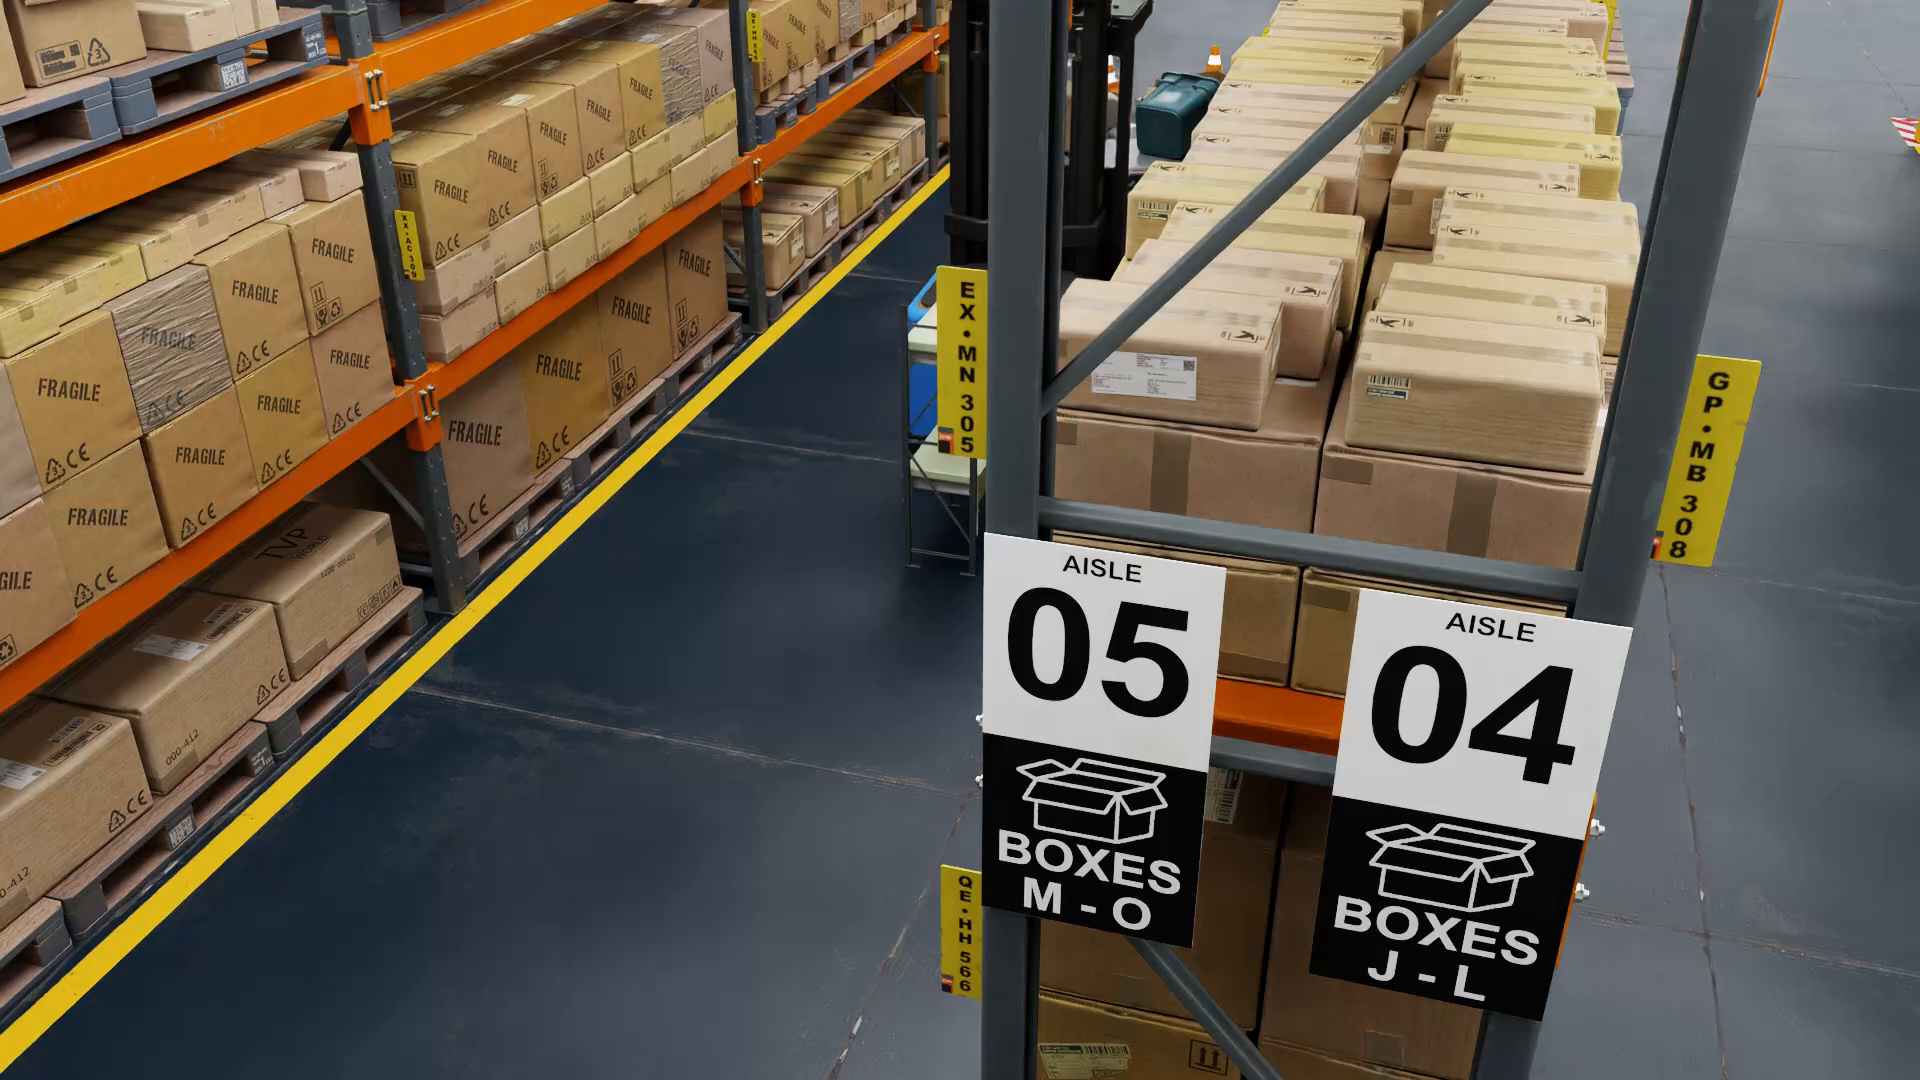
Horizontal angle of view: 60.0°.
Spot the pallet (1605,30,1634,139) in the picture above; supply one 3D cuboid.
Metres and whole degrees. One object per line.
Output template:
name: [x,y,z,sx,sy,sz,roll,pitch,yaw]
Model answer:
pallet: [1.993,-1.854,6.604,1.213,0.211,1.003,8,30,15]

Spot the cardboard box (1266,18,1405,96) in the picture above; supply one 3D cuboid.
cardboard box: [1.086,-1.407,4.837,0.380,0.149,0.250,8,30,13]

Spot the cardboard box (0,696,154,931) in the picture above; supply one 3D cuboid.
cardboard box: [-3.867,1.035,6.507,0.875,0.438,0.875,9,30,16]

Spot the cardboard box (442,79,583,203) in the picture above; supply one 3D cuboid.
cardboard box: [-2.375,-2.130,8.861,0.500,0.500,0.500,8,30,14]

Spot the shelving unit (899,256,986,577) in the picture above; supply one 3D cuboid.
shelving unit: [0.002,-0.659,8.891,0.431,1.500,0.755,8,30,15]

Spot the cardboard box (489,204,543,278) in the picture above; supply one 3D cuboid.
cardboard box: [-2.526,-1.576,8.637,0.500,0.250,0.500,9,30,16]

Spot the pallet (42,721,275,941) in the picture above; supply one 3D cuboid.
pallet: [-3.706,1.117,7.025,1.003,0.211,1.213,8,30,15]

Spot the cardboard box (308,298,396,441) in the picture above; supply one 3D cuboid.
cardboard box: [-2.943,-0.804,7.507,0.500,0.500,0.500,9,30,15]

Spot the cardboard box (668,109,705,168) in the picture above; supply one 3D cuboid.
cardboard box: [-1.923,-2.524,10.342,0.500,0.250,0.500,8,30,14]

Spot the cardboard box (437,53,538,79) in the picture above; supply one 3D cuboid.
cardboard box: [-2.710,-2.454,9.444,0.500,0.500,0.500,9,30,16]

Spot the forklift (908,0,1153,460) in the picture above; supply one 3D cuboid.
forklift: [0.537,-2.274,10.323,1.130,2.935,3.031,7,30,13]

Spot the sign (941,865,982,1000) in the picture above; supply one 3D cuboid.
sign: [0.012,0.773,3.258,0.100,0.325,0.005,8,30,15]

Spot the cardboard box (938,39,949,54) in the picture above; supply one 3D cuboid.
cardboard box: [-0.178,-4.609,15.407,0.380,0.149,0.250,9,30,16]

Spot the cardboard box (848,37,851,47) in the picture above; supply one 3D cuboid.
cardboard box: [-1.079,-3.946,13.084,0.380,0.149,0.250,7,30,13]

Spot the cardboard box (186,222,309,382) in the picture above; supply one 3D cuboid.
cardboard box: [-3.083,-1.000,6.830,0.500,0.500,0.500,8,30,14]

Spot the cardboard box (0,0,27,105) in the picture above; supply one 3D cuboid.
cardboard box: [-3.490,-1.651,5.409,0.500,0.500,0.500,9,30,16]

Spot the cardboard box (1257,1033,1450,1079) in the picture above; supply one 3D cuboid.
cardboard box: [0.932,1.163,3.665,0.500,0.500,0.500,10,31,17]

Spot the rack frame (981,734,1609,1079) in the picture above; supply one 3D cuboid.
rack frame: [0.536,1.506,3.458,1.000,3.000,0.127,8,30,15]

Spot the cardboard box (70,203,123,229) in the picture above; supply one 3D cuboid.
cardboard box: [-3.618,-1.314,6.728,0.380,0.149,0.250,8,30,15]

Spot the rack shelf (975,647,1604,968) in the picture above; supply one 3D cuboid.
rack shelf: [1.123,-0.420,4.574,1.077,0.370,4.000,8,30,15]

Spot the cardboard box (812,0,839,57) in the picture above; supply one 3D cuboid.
cardboard box: [-1.228,-3.896,12.326,0.500,0.500,0.500,9,30,16]

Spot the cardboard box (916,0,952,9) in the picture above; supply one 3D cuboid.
cardboard box: [-0.308,-5.069,14.867,0.500,0.500,0.500,8,30,15]

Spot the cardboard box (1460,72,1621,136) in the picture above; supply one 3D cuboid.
cardboard box: [1.470,-1.081,4.253,0.380,0.149,0.250,8,30,14]

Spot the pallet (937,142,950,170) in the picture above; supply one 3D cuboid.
pallet: [-0.540,-3.829,15.916,1.003,0.211,1.213,8,30,15]

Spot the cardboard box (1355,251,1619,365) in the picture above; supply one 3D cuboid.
cardboard box: [1.066,-0.368,3.380,0.500,0.250,0.500,8,30,14]

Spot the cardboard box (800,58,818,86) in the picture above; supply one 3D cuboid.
cardboard box: [-1.264,-3.442,12.178,0.380,0.149,0.250,9,30,15]

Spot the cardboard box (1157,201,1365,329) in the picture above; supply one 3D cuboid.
cardboard box: [0.594,-0.549,3.295,0.380,0.149,0.250,8,30,13]

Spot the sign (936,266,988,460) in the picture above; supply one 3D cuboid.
sign: [0.012,-0.280,2.672,0.100,0.325,0.005,8,30,15]

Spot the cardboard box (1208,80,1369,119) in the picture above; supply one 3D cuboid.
cardboard box: [0.826,-1.041,4.179,0.380,0.149,0.250,8,30,13]

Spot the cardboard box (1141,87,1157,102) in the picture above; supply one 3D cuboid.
cardboard box: [2.109,-3.944,15.683,0.797,0.637,0.503,8,30,15]

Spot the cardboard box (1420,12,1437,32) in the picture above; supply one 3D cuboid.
cardboard box: [1.340,-1.627,5.644,0.500,0.250,0.500,9,30,17]

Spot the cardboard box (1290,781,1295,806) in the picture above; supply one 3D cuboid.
cardboard box: [0.582,0.412,3.987,0.500,0.500,0.500,7,30,13]

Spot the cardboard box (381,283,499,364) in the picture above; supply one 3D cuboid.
cardboard box: [-2.670,-1.114,8.321,0.500,0.250,0.500,8,30,14]

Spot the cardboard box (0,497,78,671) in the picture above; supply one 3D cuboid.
cardboard box: [-3.522,0.148,5.796,0.500,0.500,0.500,8,30,15]

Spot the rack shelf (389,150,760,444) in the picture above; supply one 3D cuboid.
rack shelf: [-2.464,-1.628,9.830,1.077,0.370,4.000,8,30,15]

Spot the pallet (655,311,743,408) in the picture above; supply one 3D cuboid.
pallet: [-2.181,-1.297,11.365,1.003,0.211,1.213,8,30,15]

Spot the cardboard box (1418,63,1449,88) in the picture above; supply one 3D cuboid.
cardboard box: [1.654,-1.326,5.102,0.500,0.250,0.500,7,30,13]

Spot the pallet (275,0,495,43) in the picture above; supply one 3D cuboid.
pallet: [-2.829,-2.673,8.080,0.805,0.209,1.217,7,30,13]

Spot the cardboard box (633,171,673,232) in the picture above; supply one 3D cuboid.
cardboard box: [-2.076,-2.062,10.026,0.500,0.250,0.500,8,30,14]

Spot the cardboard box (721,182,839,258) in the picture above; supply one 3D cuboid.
cardboard box: [-1.493,-2.512,12.951,0.950,0.372,0.625,8,30,14]

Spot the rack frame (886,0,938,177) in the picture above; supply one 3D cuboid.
rack frame: [-0.703,-4.730,14.668,1.000,3.000,0.127,8,30,15]

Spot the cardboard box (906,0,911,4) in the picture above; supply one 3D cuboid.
cardboard box: [-0.619,-4.840,14.024,0.500,0.500,0.500,8,30,14]

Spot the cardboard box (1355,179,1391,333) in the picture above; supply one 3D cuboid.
cardboard box: [0.730,-0.684,3.948,0.500,0.250,0.500,9,30,16]

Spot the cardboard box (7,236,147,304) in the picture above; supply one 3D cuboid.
cardboard box: [-3.273,-1.003,6.169,0.380,0.149,0.250,8,30,14]

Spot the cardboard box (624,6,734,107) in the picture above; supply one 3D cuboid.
cardboard box: [-1.779,-3.074,10.560,0.500,0.500,0.500,8,30,14]

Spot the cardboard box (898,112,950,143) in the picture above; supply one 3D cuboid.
cardboard box: [-0.272,-3.948,15.658,0.500,0.250,0.500,7,30,13]

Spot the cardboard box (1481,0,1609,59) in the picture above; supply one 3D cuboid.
cardboard box: [1.781,-1.563,5.118,0.380,0.149,0.250,8,30,15]

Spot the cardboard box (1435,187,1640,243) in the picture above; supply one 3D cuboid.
cardboard box: [1.162,-0.595,3.378,0.380,0.149,0.250,9,30,16]

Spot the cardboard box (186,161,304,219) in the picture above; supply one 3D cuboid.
cardboard box: [-3.019,-1.481,7.028,0.380,0.149,0.250,9,30,16]

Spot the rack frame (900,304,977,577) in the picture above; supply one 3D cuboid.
rack frame: [-0.105,-0.488,8.585,0.400,1.500,0.023,8,30,15]

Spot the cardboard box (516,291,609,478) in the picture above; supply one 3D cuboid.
cardboard box: [-2.688,-0.988,9.694,0.875,0.875,0.875,9,30,16]

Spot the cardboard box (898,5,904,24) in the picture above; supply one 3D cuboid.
cardboard box: [-0.685,-4.405,13.910,0.380,0.149,0.250,8,30,13]

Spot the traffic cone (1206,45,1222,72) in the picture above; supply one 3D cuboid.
traffic cone: [2.739,-5.096,17.935,0.336,0.463,0.334,8,30,15]
